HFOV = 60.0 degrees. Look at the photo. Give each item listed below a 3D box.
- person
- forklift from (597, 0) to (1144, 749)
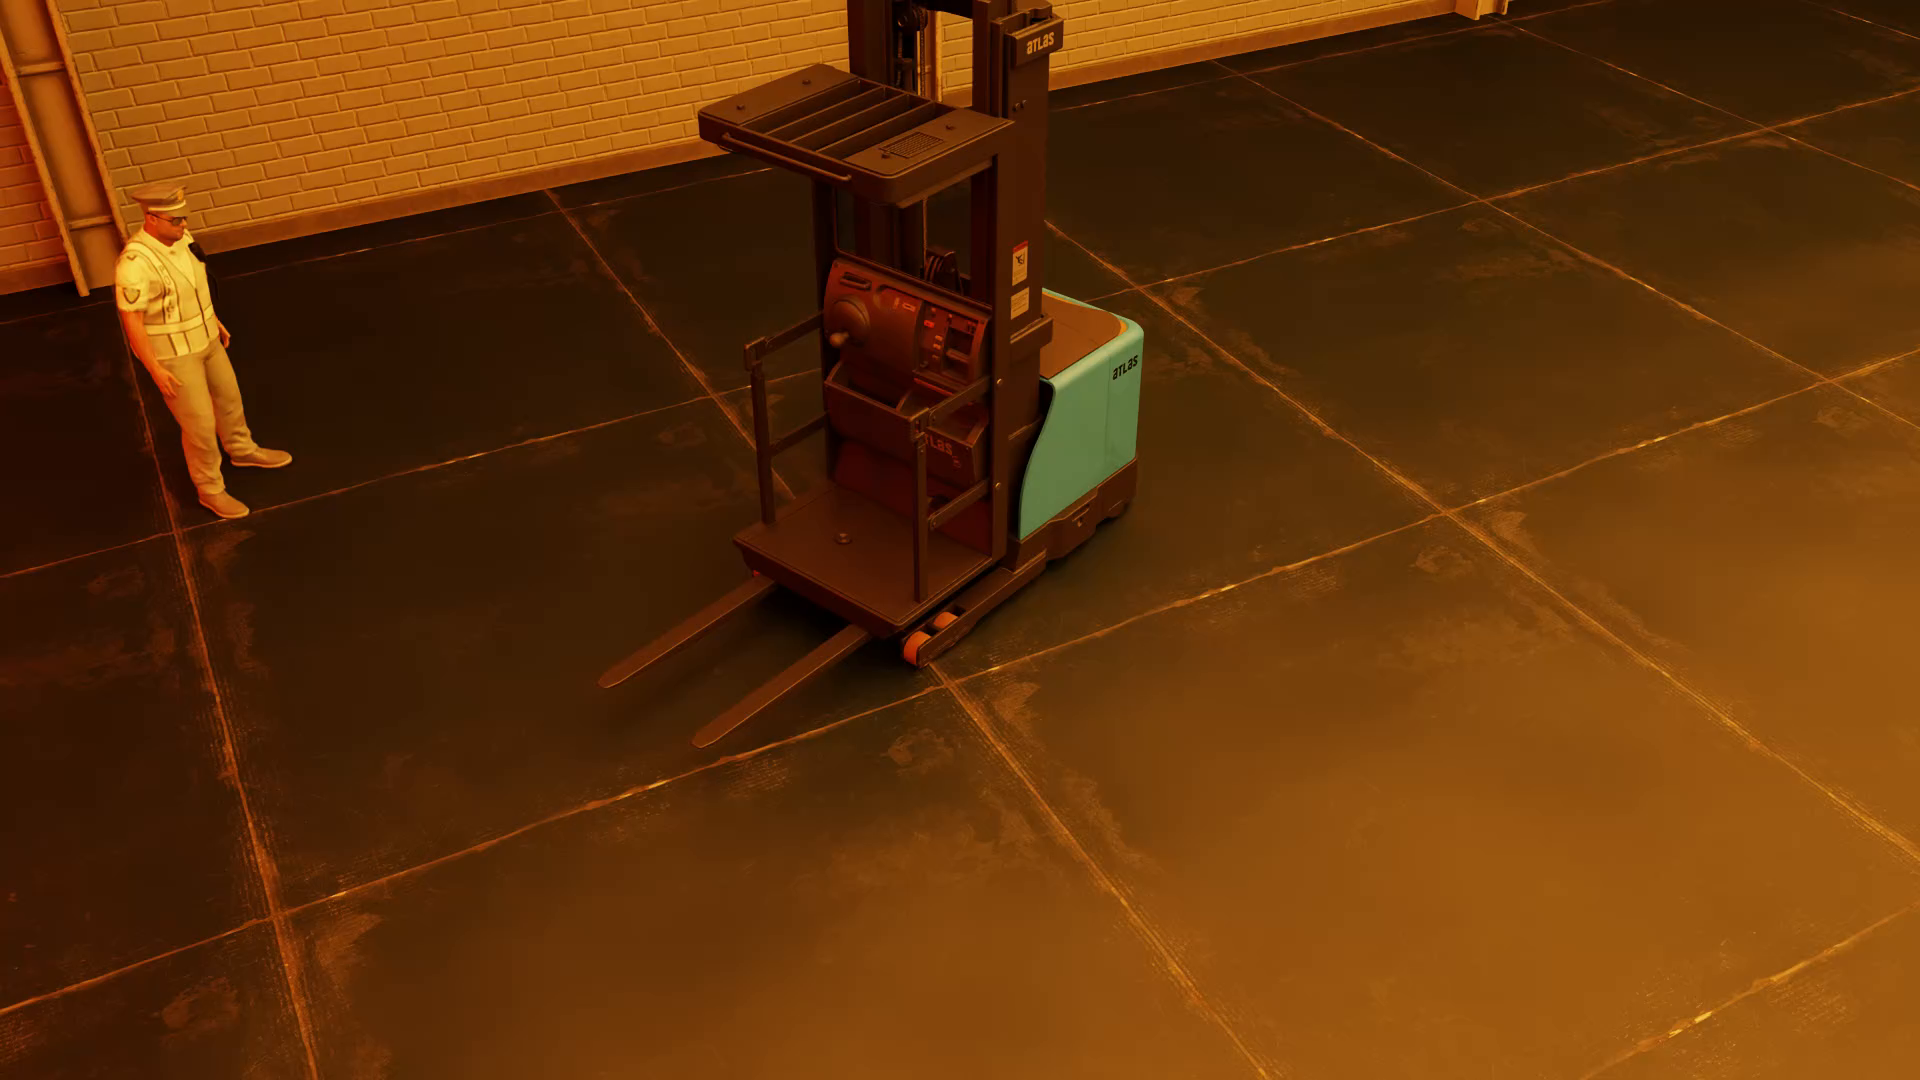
[{"bbox_3d":[-3.973,-1.000,8.566,0.463,1.751,0.664,5,36,7],"label":"person"},{"bbox_3d":[-0.390,-0.927,7.434,1.130,2.935,3.031,26,43,31],"label":"forklift"}]
